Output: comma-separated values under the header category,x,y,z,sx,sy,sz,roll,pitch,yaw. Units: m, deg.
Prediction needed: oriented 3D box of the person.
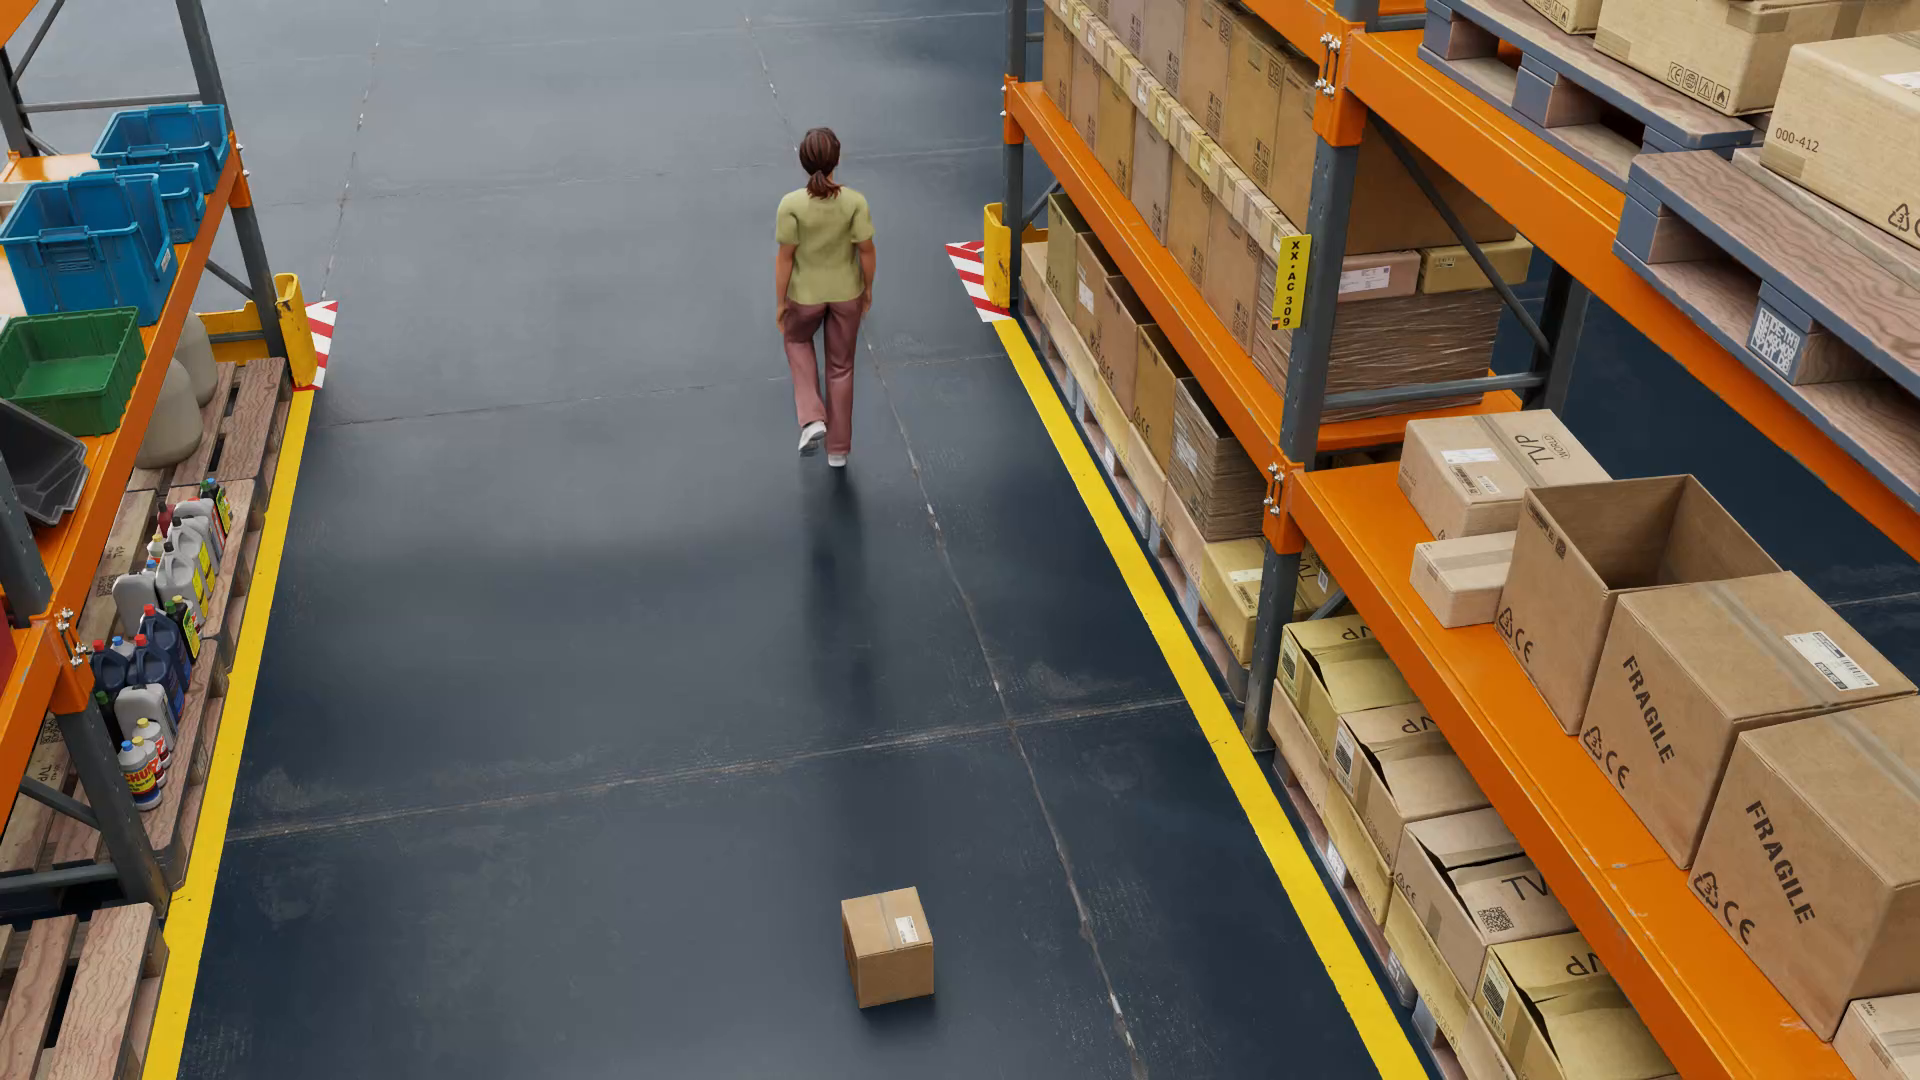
category,x,y,z,sx,sy,sz,roll,pitch,yaw
person,-0.628,-1.135,7.771,0.475,1.690,0.469,-4,35,-6
